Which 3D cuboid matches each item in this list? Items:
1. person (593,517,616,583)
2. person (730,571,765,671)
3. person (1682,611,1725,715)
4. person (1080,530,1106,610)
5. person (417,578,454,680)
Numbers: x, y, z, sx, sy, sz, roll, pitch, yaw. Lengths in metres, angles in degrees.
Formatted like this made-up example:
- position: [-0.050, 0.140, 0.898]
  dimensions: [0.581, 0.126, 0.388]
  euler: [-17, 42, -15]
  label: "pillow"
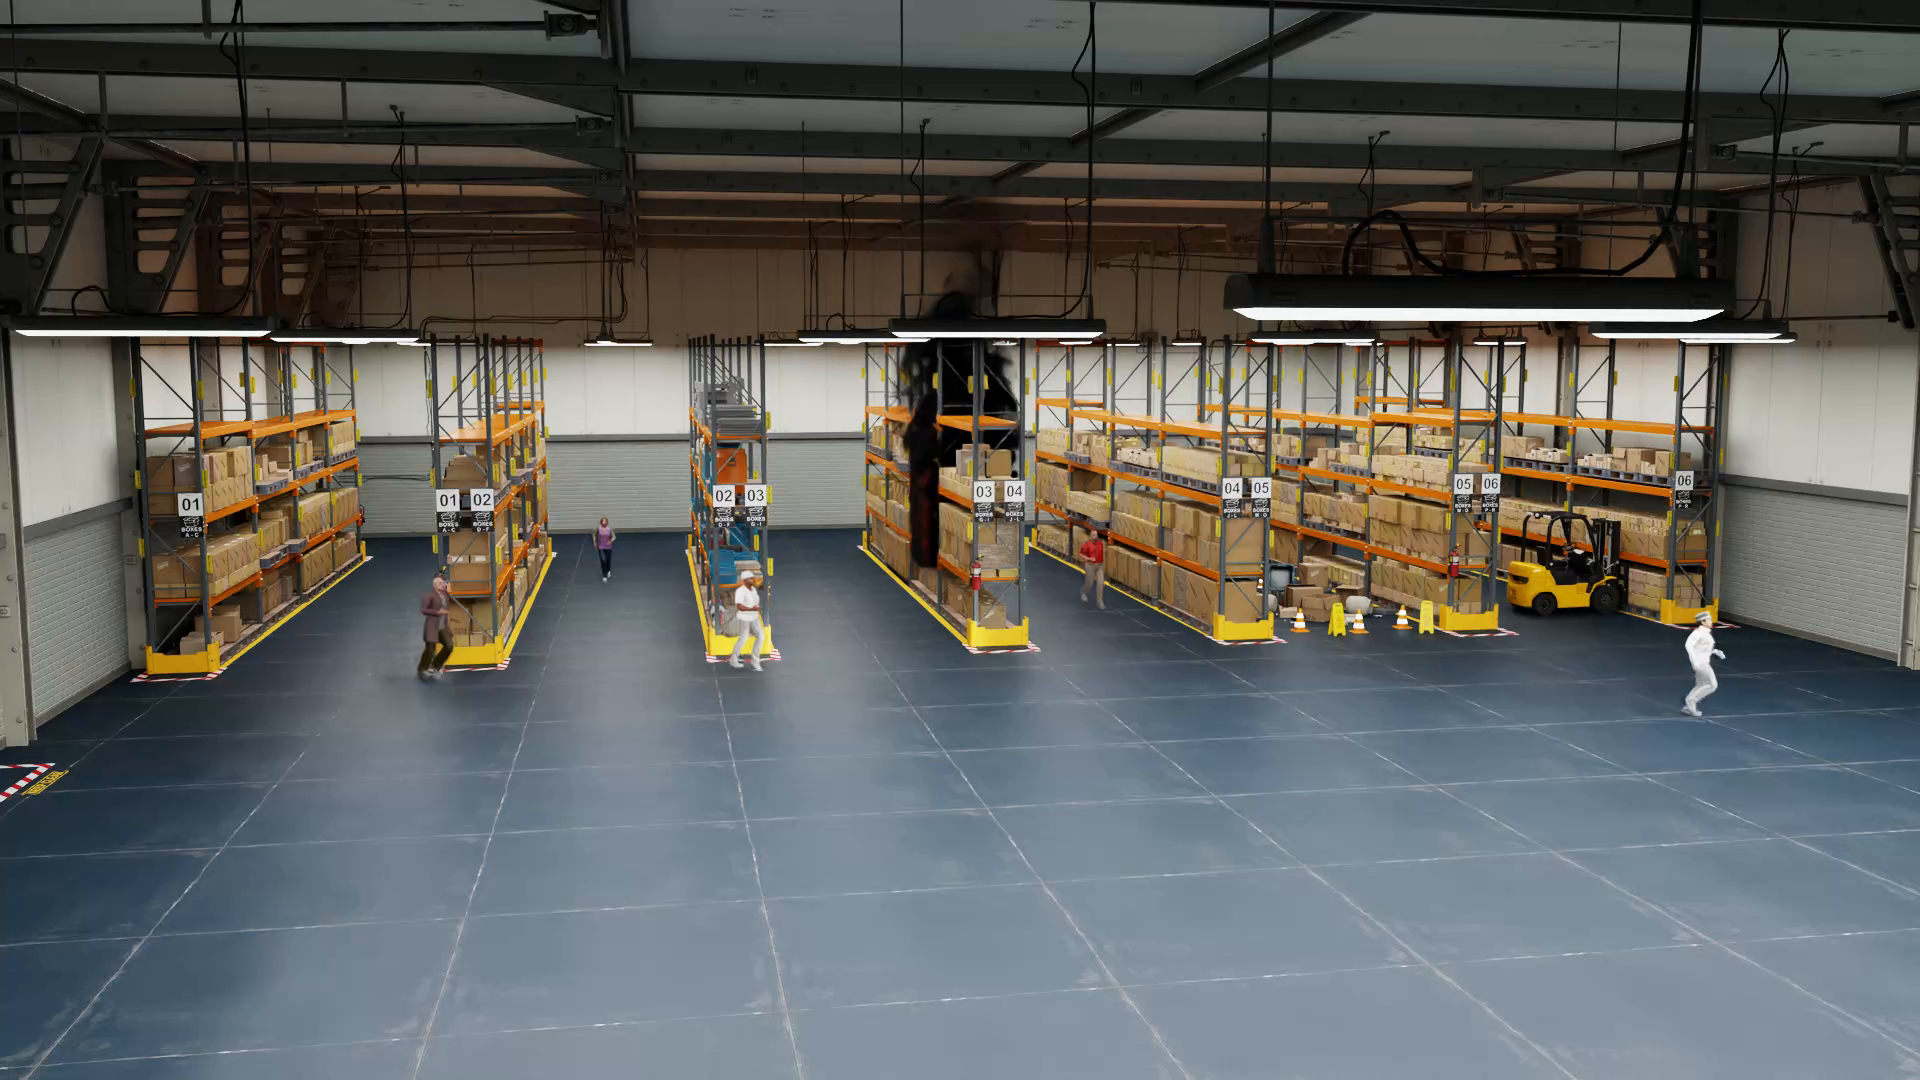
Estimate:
- position: [-8.783, 0.226, 41.109]
  dimensions: [0.555, 1.606, 0.791]
  euler: [-2, 7, -15]
  label: "person"
- position: [-3.773, 1.452, 29.725]
  dimensions: [0.720, 1.824, 0.714]
  euler: [4, 7, 29]
  label: "person"
- position: [11.636, 1.922, 25.991]
  dimensions: [0.560, 1.661, 0.623]
  euler: [4, 7, 29]
  label: "person"
- position: [2.966, 0.634, 36.905]
  dimensions: [0.664, 1.725, 0.954]
  euler: [-3, 7, -22]
  label: "person"
- position: [-9.075, 1.552, 28.971]
  dimensions: [0.758, 1.799, 0.710]
  euler: [4, 8, 32]
  label: "person"
